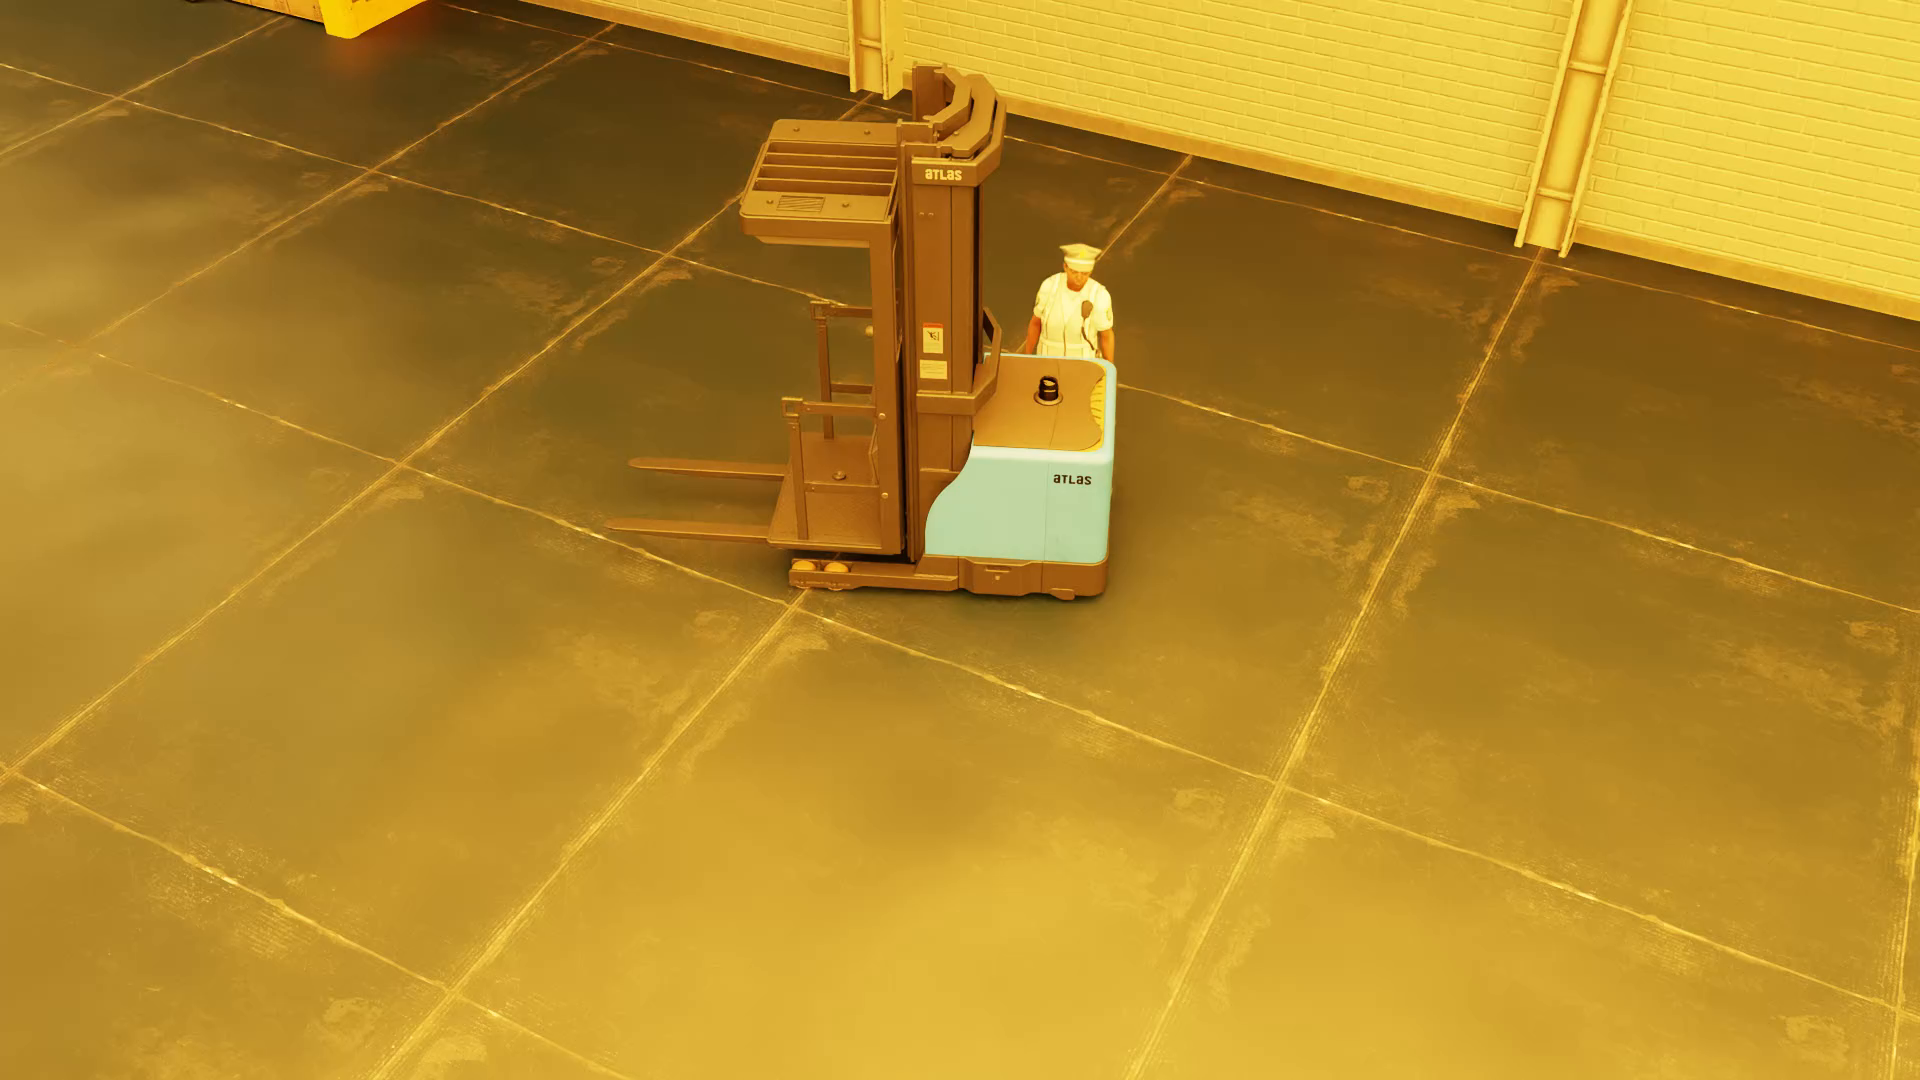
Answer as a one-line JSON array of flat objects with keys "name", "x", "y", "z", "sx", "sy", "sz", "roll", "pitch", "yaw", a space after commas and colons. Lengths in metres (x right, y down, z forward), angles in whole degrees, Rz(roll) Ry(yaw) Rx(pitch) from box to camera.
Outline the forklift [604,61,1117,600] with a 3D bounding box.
[{"name": "forklift", "x": -0.606, "y": -1.157, "z": 9.360, "sx": 3.031, "sy": 2.935, "sz": 1.130, "roll": 3, "pitch": 40, "yaw": 4}]

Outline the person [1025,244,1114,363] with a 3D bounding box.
[{"name": "person", "x": 0.629, "y": -1.008, "z": 10.147, "sx": 0.566, "sy": 1.686, "sz": 0.587, "roll": 9, "pitch": 41, "yaw": 10}]
